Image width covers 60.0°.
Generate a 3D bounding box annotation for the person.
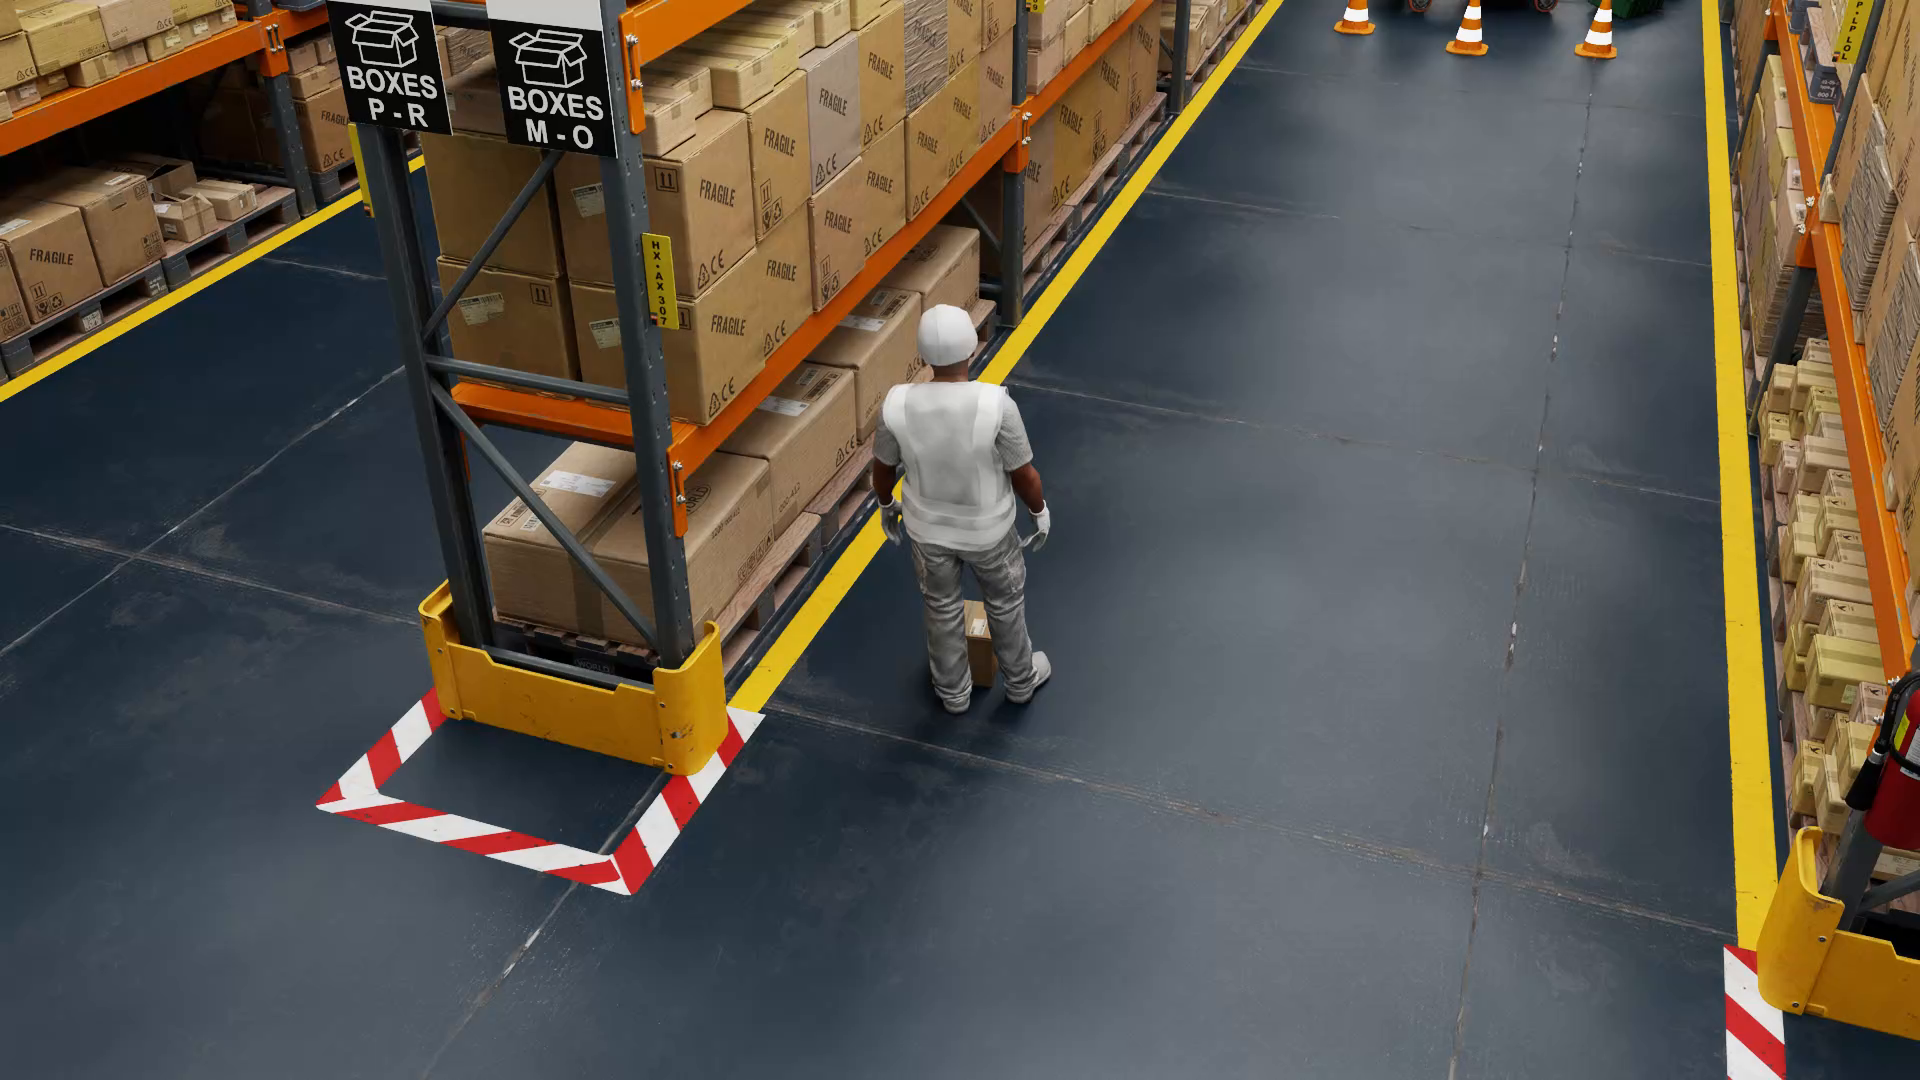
[{"bbox_3d":[0.021,-0.114,6.286,0.656,1.776,0.578,7,34,11],"label":"person"}]
